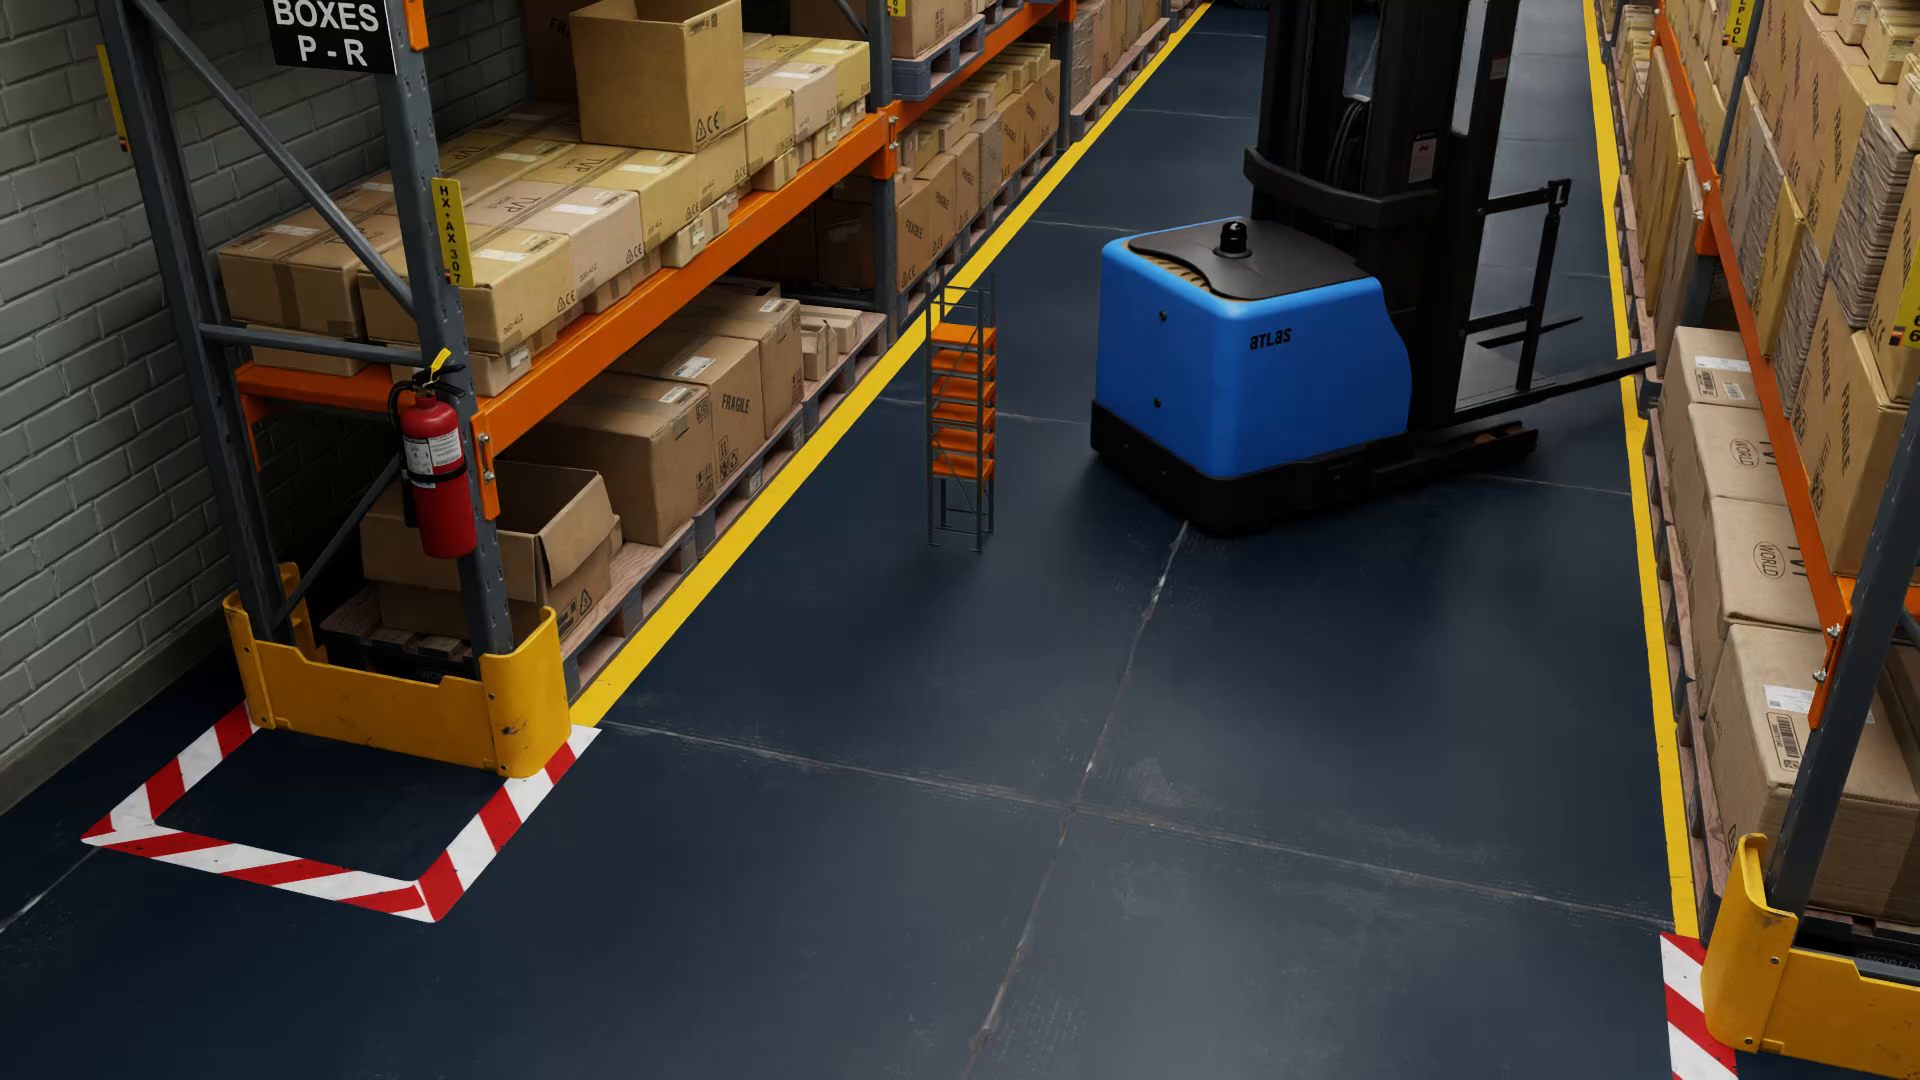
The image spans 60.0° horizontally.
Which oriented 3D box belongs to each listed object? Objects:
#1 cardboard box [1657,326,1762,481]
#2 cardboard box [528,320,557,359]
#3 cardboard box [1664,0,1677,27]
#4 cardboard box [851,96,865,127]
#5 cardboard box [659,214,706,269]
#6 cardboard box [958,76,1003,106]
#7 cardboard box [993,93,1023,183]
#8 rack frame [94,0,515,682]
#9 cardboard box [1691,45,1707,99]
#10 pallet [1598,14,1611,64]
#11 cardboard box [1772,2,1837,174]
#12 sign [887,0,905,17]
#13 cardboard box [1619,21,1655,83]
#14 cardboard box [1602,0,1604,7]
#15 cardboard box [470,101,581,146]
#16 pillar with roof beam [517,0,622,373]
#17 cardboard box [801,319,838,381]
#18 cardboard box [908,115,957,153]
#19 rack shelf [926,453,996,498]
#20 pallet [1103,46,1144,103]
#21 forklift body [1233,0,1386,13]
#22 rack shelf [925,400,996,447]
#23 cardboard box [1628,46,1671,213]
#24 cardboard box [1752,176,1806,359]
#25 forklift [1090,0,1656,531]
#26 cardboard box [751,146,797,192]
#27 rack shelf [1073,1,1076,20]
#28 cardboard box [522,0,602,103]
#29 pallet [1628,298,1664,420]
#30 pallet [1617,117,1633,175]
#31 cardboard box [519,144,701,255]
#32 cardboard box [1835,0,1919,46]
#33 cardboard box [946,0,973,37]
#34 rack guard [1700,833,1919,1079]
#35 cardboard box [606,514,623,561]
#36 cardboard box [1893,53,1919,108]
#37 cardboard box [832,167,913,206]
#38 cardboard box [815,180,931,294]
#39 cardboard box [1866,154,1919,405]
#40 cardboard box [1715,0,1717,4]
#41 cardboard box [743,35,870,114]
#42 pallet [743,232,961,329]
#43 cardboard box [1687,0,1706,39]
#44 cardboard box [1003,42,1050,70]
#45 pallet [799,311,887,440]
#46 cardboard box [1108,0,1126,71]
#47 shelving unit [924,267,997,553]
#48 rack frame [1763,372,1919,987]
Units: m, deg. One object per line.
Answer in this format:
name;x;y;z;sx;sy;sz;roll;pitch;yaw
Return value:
cardboard box;3.617;-0.543;7.344;0.875;0.438;0.875;8;30;14
cardboard box;-1.627;-0.732;5.739;0.380;0.149;0.250;9;30;16
cardboard box;4.694;-3.358;10.354;0.500;0.250;0.500;8;30;14
cardboard box;-0.695;-2.168;8.321;0.380;0.149;0.250;9;30;16
cardboard box;-1.232;-1.199;6.578;0.380;0.149;0.250;8;30;13
cardboard box;0.065;-2.951;10.941;0.380;0.149;0.250;8;30;14
cardboard box;0.105;-2.710;11.176;0.500;0.500;0.500;10;31;17
rack frame;-2.016;-0.603;5.249;1.000;3.000;0.127;8;30;15
cardboard box;4.111;-2.403;8.638;0.500;0.250;0.500;8;30;14
pallet;6.415;-4.572;15.252;1.003;0.211;1.213;8;30;15
cardboard box;3.217;-1.579;5.872;0.500;0.500;0.500;9;30;16
sign;-0.321;-2.767;8.247;0.100;0.325;0.005;8;30;15
cardboard box;5.893;-3.930;13.500;0.950;0.372;0.625;10;31;18
cardboard box;6.469;-5.253;16.004;0.500;0.250;0.500;9;30;16
cardboard box;-1.679;-1.631;6.945;0.500;0.250;0.500;8;30;15
pillar with roof beam;2.207;-4.275;5.678;9.100;9.000;0.400;8;30;15
cardboard box;-0.830;-0.984;8.314;0.396;0.266;0.258;10;30;17
cardboard box;-0.234;-2.466;10.070;0.380;0.149;0.250;8;30;15
rack shelf;0.004;-0.282;7.109;0.258;0.103;0.180;8;30;15
pallet;0.971;-4.045;14.304;1.003;0.211;1.213;8;30;15
forklift body;3.867;-6.526;16.770;2.313;2.155;1.214;8;30;15
rack shelf;0.004;-0.492;6.992;0.258;0.103;0.180;8;30;15
cardboard box;4.796;-2.560;10.521;0.875;0.875;0.875;8;30;14
cardboard box;3.061;-0.916;5.708;0.500;0.500;0.500;9;30;16
forklift;2.163;-1.823;7.511;3.031;2.935;1.130;-15;32;-25
cardboard box;-0.954;-1.679;7.441;0.380;0.149;0.250;8;30;14
rack shelf;0.919;-4.936;13.778;1.077;0.370;4.000;8;30;15
cardboard box;-1.534;-2.200;7.197;0.500;0.500;0.500;8;30;13
pallet;4.058;-0.906;8.662;1.003;0.211;1.213;8;30;15
pallet;5.309;-2.759;11.992;1.003;0.211;1.213;8;30;15
cardboard box;-1.332;-1.311;6.369;0.500;0.250;0.500;8;30;14
cardboard box;3.098;-1.705;5.431;0.380;0.149;0.250;9;30;15
cardboard box;-0.335;-3.123;9.244;0.700;0.500;0.500;9;30;15
rack guard;2.723;1.207;4.567;1.175;0.500;0.348;8;30;15
cardboard box;-1.584;-0.004;6.672;0.380;0.149;0.250;7;30;13
cardboard box;2.804;-1.221;4.560;0.380;0.149;0.250;9;30;16
cardboard box;-0.483;-1.966;9.170;0.380;0.149;0.250;10;31;17
cardboard box;-0.485;-1.746;9.443;0.500;0.500;0.500;10;31;17
cardboard box;2.644;-0.635;4.175;0.500;0.500;0.500;9;30;17
cardboard box;4.107;-2.954;8.343;0.500;0.500;0.500;9;30;16
cardboard box;-0.759;-2.255;8.067;0.500;0.250;0.500;9;30;16
pallet;-0.640;-1.627;9.958;1.003;0.211;1.213;8;30;15
cardboard box;4.221;-2.864;8.952;0.500;0.250;0.500;9;30;16
cardboard box;0.429;-3.430;11.803;0.380;0.149;0.250;7;30;12
pallet;-1.045;-0.925;8.695;1.003;0.211;1.213;8;30;15
cardboard box;0.910;-4.373;14.035;0.875;0.625;0.625;7;30;13
shelving unit;0.004;-0.531;6.970;0.258;1.200;0.189;8;30;15
rack frame;2.730;0.103;3.979;1.000;3.000;0.127;8;30;15
